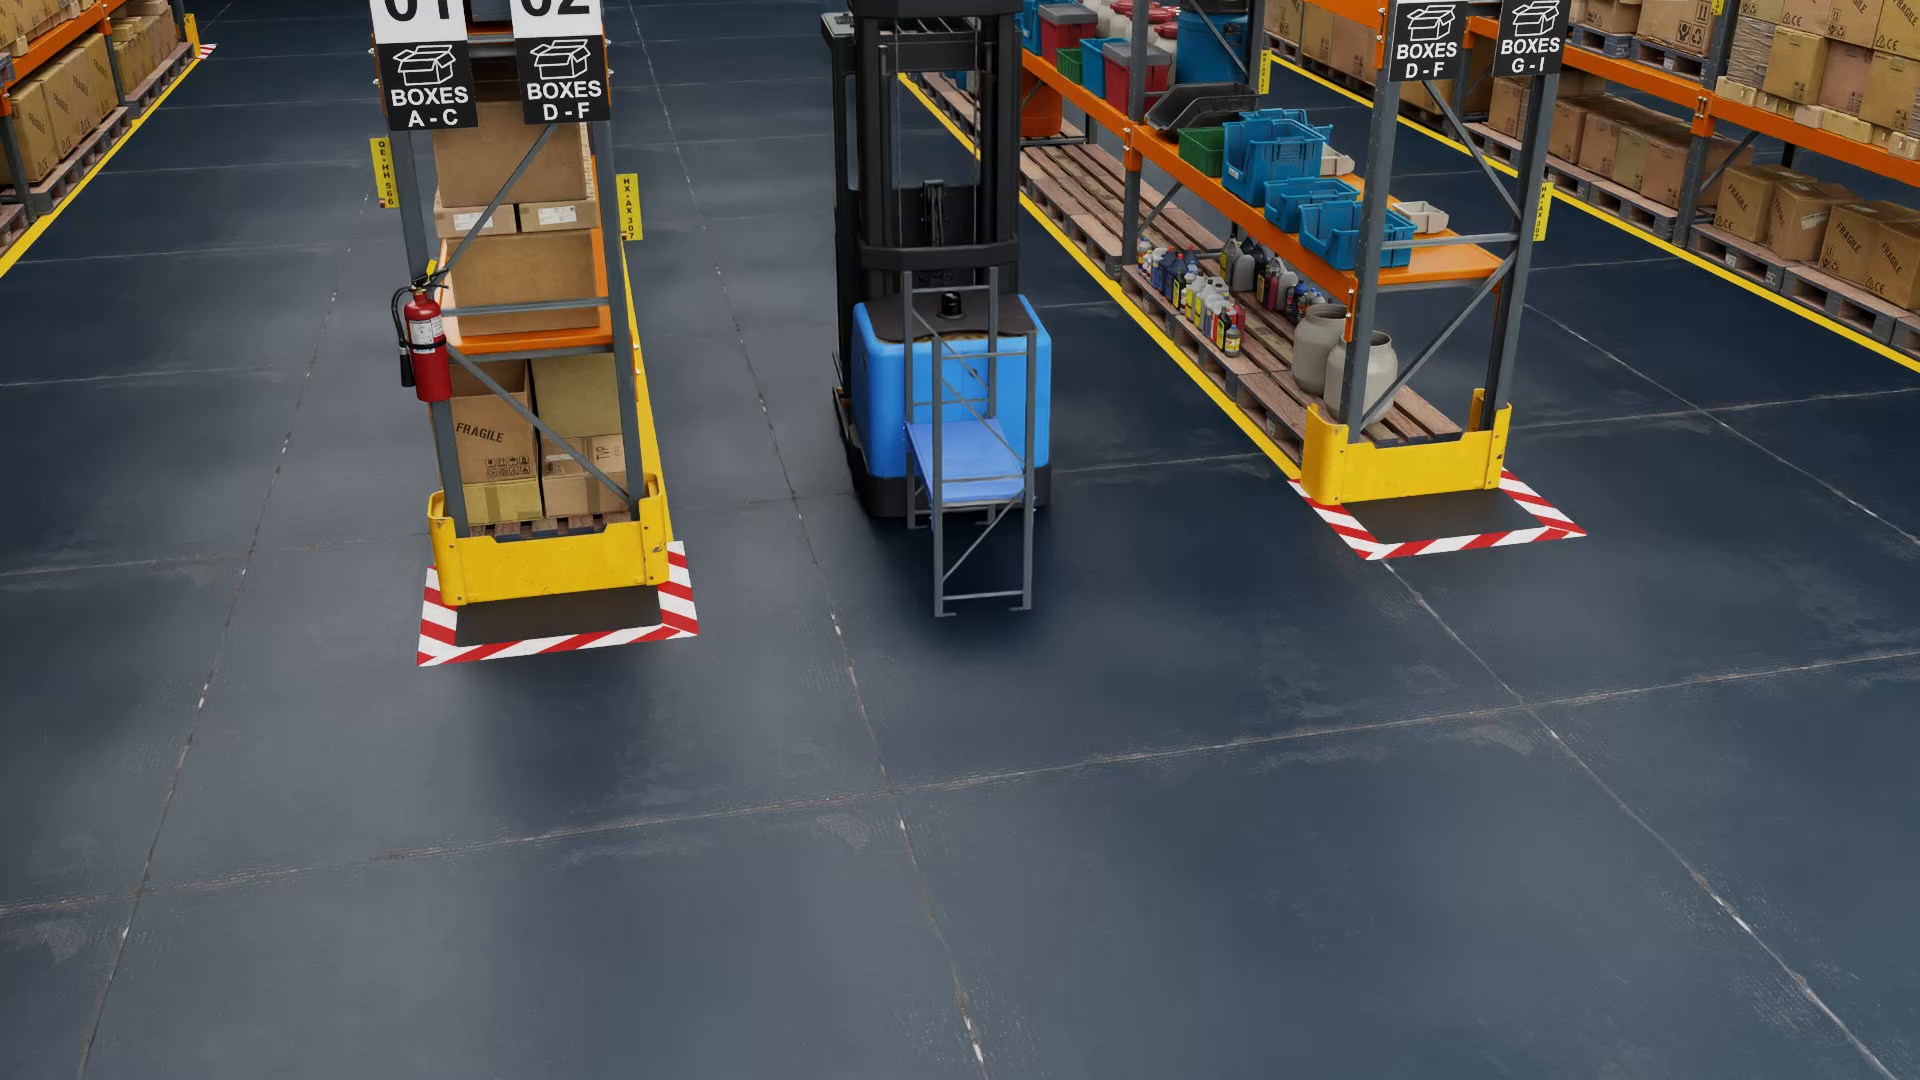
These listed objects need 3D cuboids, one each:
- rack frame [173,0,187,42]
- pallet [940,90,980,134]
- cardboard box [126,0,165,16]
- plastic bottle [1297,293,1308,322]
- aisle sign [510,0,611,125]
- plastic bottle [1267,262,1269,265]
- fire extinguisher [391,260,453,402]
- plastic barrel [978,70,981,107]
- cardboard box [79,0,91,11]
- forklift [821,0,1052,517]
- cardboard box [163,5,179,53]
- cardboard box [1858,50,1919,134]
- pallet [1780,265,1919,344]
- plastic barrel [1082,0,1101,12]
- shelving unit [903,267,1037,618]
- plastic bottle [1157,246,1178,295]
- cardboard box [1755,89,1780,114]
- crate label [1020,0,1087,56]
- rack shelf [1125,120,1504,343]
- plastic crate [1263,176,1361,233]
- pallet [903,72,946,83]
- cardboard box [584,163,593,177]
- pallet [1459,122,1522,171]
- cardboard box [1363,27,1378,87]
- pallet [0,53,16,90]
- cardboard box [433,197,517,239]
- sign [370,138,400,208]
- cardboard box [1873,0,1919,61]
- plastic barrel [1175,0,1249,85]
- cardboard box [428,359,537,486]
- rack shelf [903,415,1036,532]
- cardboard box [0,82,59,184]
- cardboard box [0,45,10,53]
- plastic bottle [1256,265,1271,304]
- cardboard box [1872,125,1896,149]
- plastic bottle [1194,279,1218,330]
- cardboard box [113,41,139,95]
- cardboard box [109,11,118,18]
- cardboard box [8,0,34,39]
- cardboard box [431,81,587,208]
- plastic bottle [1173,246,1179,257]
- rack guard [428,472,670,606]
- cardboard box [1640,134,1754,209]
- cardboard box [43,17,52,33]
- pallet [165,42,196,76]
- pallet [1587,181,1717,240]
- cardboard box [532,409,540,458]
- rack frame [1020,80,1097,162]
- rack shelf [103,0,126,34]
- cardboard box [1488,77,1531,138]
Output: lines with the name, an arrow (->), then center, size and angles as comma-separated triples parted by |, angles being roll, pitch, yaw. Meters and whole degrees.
rack frame -> -10.578, -7.658, 21.093 | 1.000, 3.000, 0.127 | -6, 27, -12
pallet -> 0.388, -4.784, 18.493 | 1.003, 0.211, 1.213 | -6, 27, -12
cardboard box -> -10.058, -6.572, 20.530 | 0.380, 0.149, 0.250 | -5, 27, -10
plastic bottle -> 2.453, -1.653, 11.813 | 0.097, 0.201, 0.097 | 0, 27, 0
aisle sign -> -1.833, -2.301, 7.596 | 0.394, 0.787, 0.004 | -6, 27, -12
plastic bottle -> 2.325, -1.975, 12.360 | 0.061, 0.283, 0.133 | -4, 27, -8
fire extinguisher -> -2.573, -1.005, 7.998 | 0.296, 0.674, 0.183 | -6, 27, -12
plastic barrel -> 0.496, -4.972, 17.981 | 0.600, 0.588, 0.708 | -6, 27, -12
cardboard box -> -9.244, -5.571, 17.215 | 0.380, 0.149, 0.250 | -5, 27, -11
forklift -> -0.229, -2.075, 10.107 | 1.130, 2.935, 3.031 | -4, 27, -8
cardboard box -> -10.323, -6.432, 20.973 | 0.700, 0.500, 0.500 | -6, 27, -12
cardboard box -> 7.007, -3.217, 11.853 | 0.875, 0.500, 0.500 | -6, 27, -12
pallet -> 7.068, -1.826, 12.634 | 1.003, 0.211, 1.213 | -6, 27, -12
plastic barrel -> 1.317, -4.772, 15.251 | 0.421, 0.512, 0.421 | 0, 27, 0
shelving unit -> 0.033, -0.524, 8.623 | 0.538, 1.500, 1.048 | -4, 27, -8
plastic bottle -> 1.556, -2.013, 12.362 | 0.144, 0.351, 0.185 | -5, 27, -10
cardboard box -> 6.487, -3.444, 13.023 | 0.380, 0.149, 0.250 | -6, 27, -12
crate label -> 0.838, -4.704, 15.202 | 0.502, 0.435, 0.616 | -6, 27, -12
rack shelf -> 2.229, -2.197, 11.072 | 1.077, 0.370, 4.000 | -6, 27, -12
plastic crate -> 2.135, -2.049, 10.145 | 0.499, 0.251, 0.408 | -6, 27, -12
pallet -> -0.228, -5.982, 20.868 | 1.003, 0.211, 1.213 | -6, 27, -12
cardboard box -> -2.142, -1.892, 8.839 | 0.380, 0.149, 0.250 | -6, 27, -11
pallet -> 5.877, -4.067, 17.073 | 1.003, 0.211, 1.213 | -6, 27, -12
cardboard box -> 5.374, -5.591, 18.890 | 1.225, 0.875, 0.875 | -6, 27, -11
pallet -> -8.511, -3.758, 13.580 | 1.213, 0.211, 1.003 | -6, 27, -12
cardboard box -> -2.418, -1.621, 8.302 | 0.380, 0.149, 0.250 | -6, 27, -12
sign -> -2.678, -1.712, 7.766 | 0.100, 0.325, 0.005 | -6, 27, -12
cardboard box -> 6.808, -3.642, 11.586 | 0.500, 0.500, 0.500 | -6, 27, -12
plastic barrel -> 1.987, -3.820, 12.933 | 0.600, 0.901, 0.708 | -6, 27, -12
cardboard box -> -2.557, -0.639, 8.940 | 0.500, 0.500, 0.500 | -6, 27, -12
rack shelf -> 0.033, -0.363, 8.704 | 0.538, 0.185, 1.000 | -4, 27, -8
cardboard box -> -8.813, -3.710, 15.191 | 0.750, 0.750, 0.750 | -6, 27, -12
cardboard box -> -8.672, -4.322, 14.741 | 0.380, 0.149, 0.250 | -6, 27, -11
plastic bottle -> 2.227, -1.879, 12.169 | 0.061, 0.283, 0.133 | -6, 27, -12
cardboard box -> 6.811, -2.900, 11.945 | 0.380, 0.149, 0.250 | -6, 27, -12
plastic bottle -> 1.737, -1.662, 11.666 | 0.144, 0.351, 0.185 | -5, 27, -9
cardboard box -> -9.745, -5.312, 18.754 | 0.700, 0.500, 0.500 | -6, 27, -11
cardboard box -> -10.258, -6.200, 19.793 | 0.380, 0.149, 0.250 | -6, 27, -11
cardboard box -> -8.744, -4.802, 14.973 | 0.500, 0.500, 0.500 | -5, 27, -10
cardboard box -> -2.251, -1.992, 8.317 | 0.700, 0.500, 0.500 | -6, 27, -11
plastic bottle -> 1.627, -2.067, 12.543 | 0.061, 0.283, 0.133 | -6, 27, -12
rack guard -> -2.141, -0.012, 8.719 | 1.175, 0.500, 0.348 | -6, 27, -12
cardboard box -> 6.487, -3.251, 14.648 | 0.700, 0.500, 0.500 | -8, 28, -16
cardboard box -> -9.032, -4.999, 16.082 | 0.380, 0.149, 0.250 | -5, 27, -10
pallet -> -10.321, -6.070, 21.042 | 1.003, 0.211, 1.213 | -6, 27, -12
pallet -> 6.427, -2.996, 14.951 | 1.003, 0.211, 1.213 | -6, 27, -12
cardboard box -> -2.680, -0.522, 9.541 | 0.500, 0.250, 0.500 | -6, 27, -12
rack frame -> 0.877, -5.152, 16.128 | 1.000, 3.000, 0.127 | -6, 27, -12
rack shelf -> -10.127, -6.459, 19.516 | 1.077, 0.370, 4.000 | -6, 27, -12
cardboard box -> 5.873, -4.443, 17.010 | 0.700, 0.500, 0.500 | -7, 28, -14
